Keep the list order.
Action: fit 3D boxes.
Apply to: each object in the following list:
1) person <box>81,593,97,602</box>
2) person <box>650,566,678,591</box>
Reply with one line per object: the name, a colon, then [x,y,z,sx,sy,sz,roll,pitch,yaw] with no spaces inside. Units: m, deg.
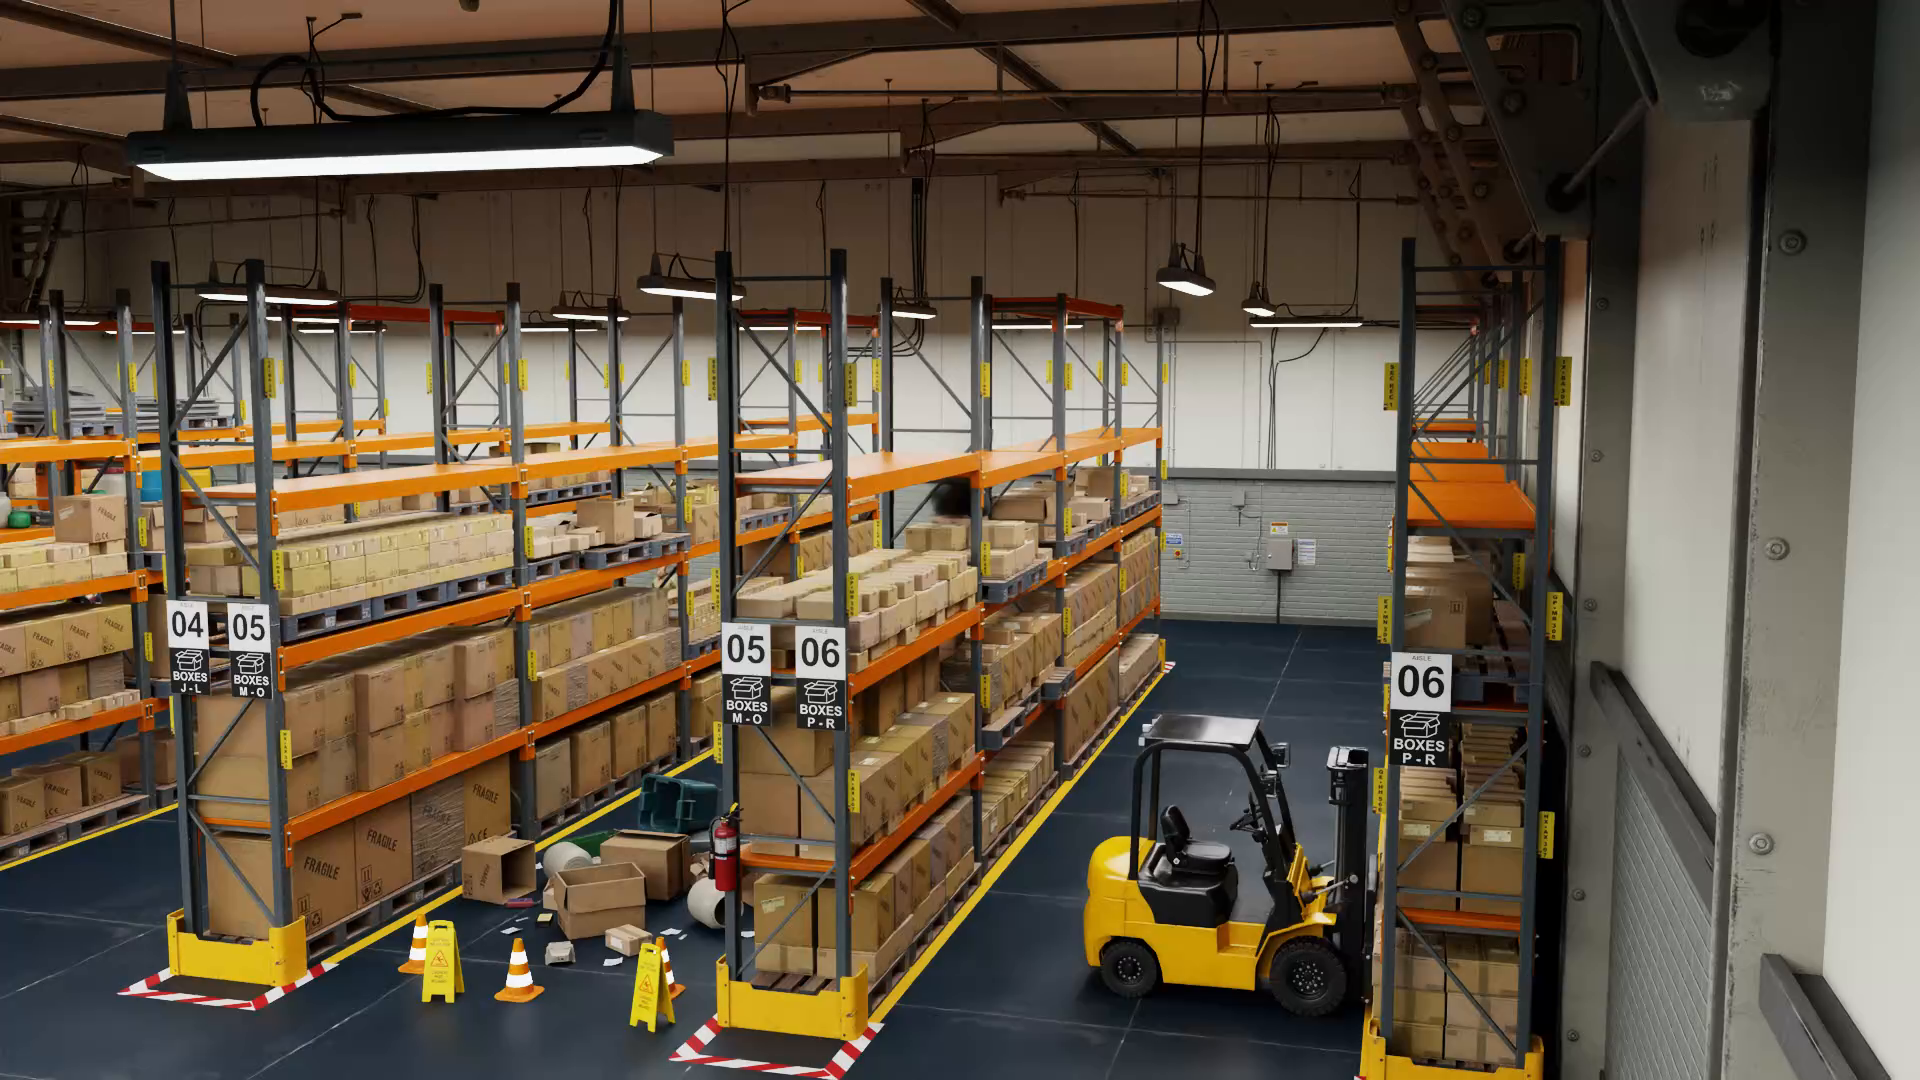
person: [-14.745,1.354,28.379,0.617,1.671,0.602,1,6,7]
person: [-5.227,1.238,29.439,0.591,1.668,0.839,1,6,5]
